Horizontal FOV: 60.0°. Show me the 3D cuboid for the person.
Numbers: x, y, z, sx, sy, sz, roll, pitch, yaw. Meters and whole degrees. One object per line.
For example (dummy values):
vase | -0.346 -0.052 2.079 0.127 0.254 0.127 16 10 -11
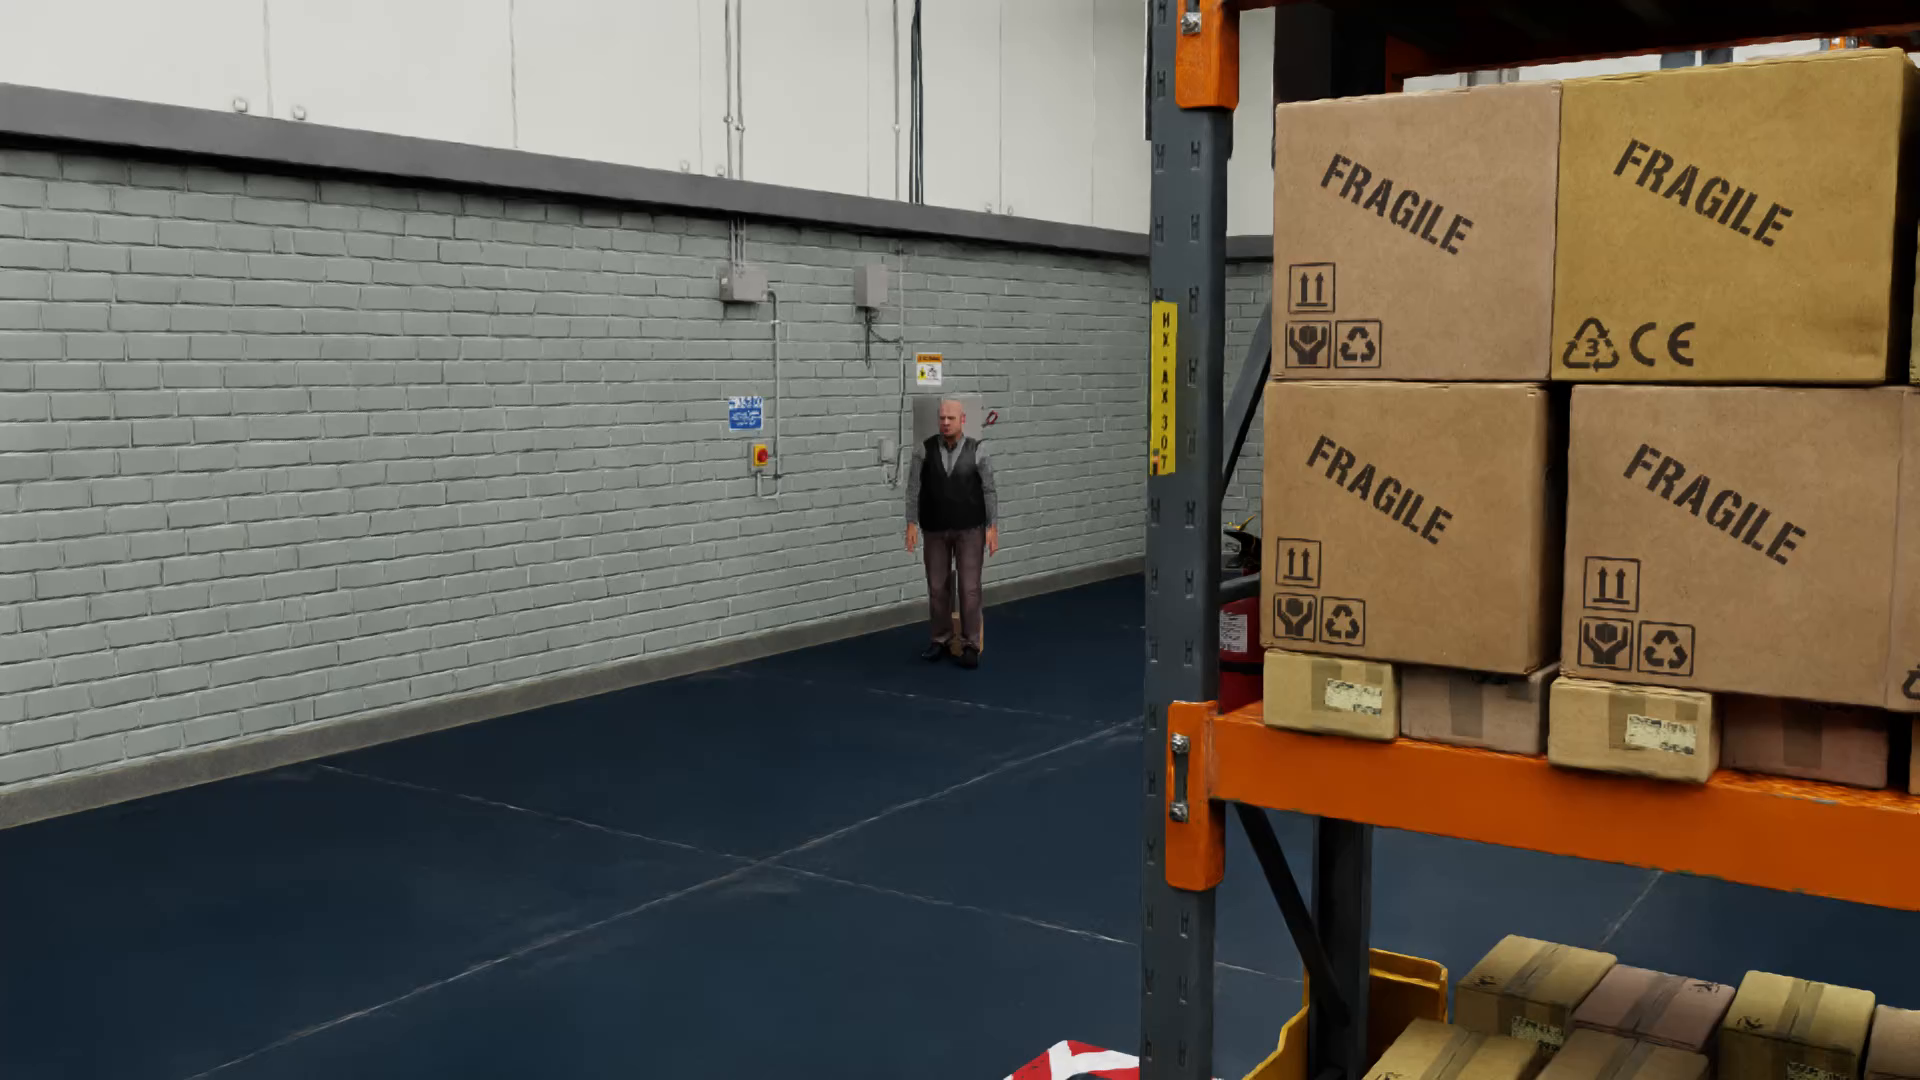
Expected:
person | -0.054 -0.051 10.841 0.602 1.731 0.500 1 6 6
